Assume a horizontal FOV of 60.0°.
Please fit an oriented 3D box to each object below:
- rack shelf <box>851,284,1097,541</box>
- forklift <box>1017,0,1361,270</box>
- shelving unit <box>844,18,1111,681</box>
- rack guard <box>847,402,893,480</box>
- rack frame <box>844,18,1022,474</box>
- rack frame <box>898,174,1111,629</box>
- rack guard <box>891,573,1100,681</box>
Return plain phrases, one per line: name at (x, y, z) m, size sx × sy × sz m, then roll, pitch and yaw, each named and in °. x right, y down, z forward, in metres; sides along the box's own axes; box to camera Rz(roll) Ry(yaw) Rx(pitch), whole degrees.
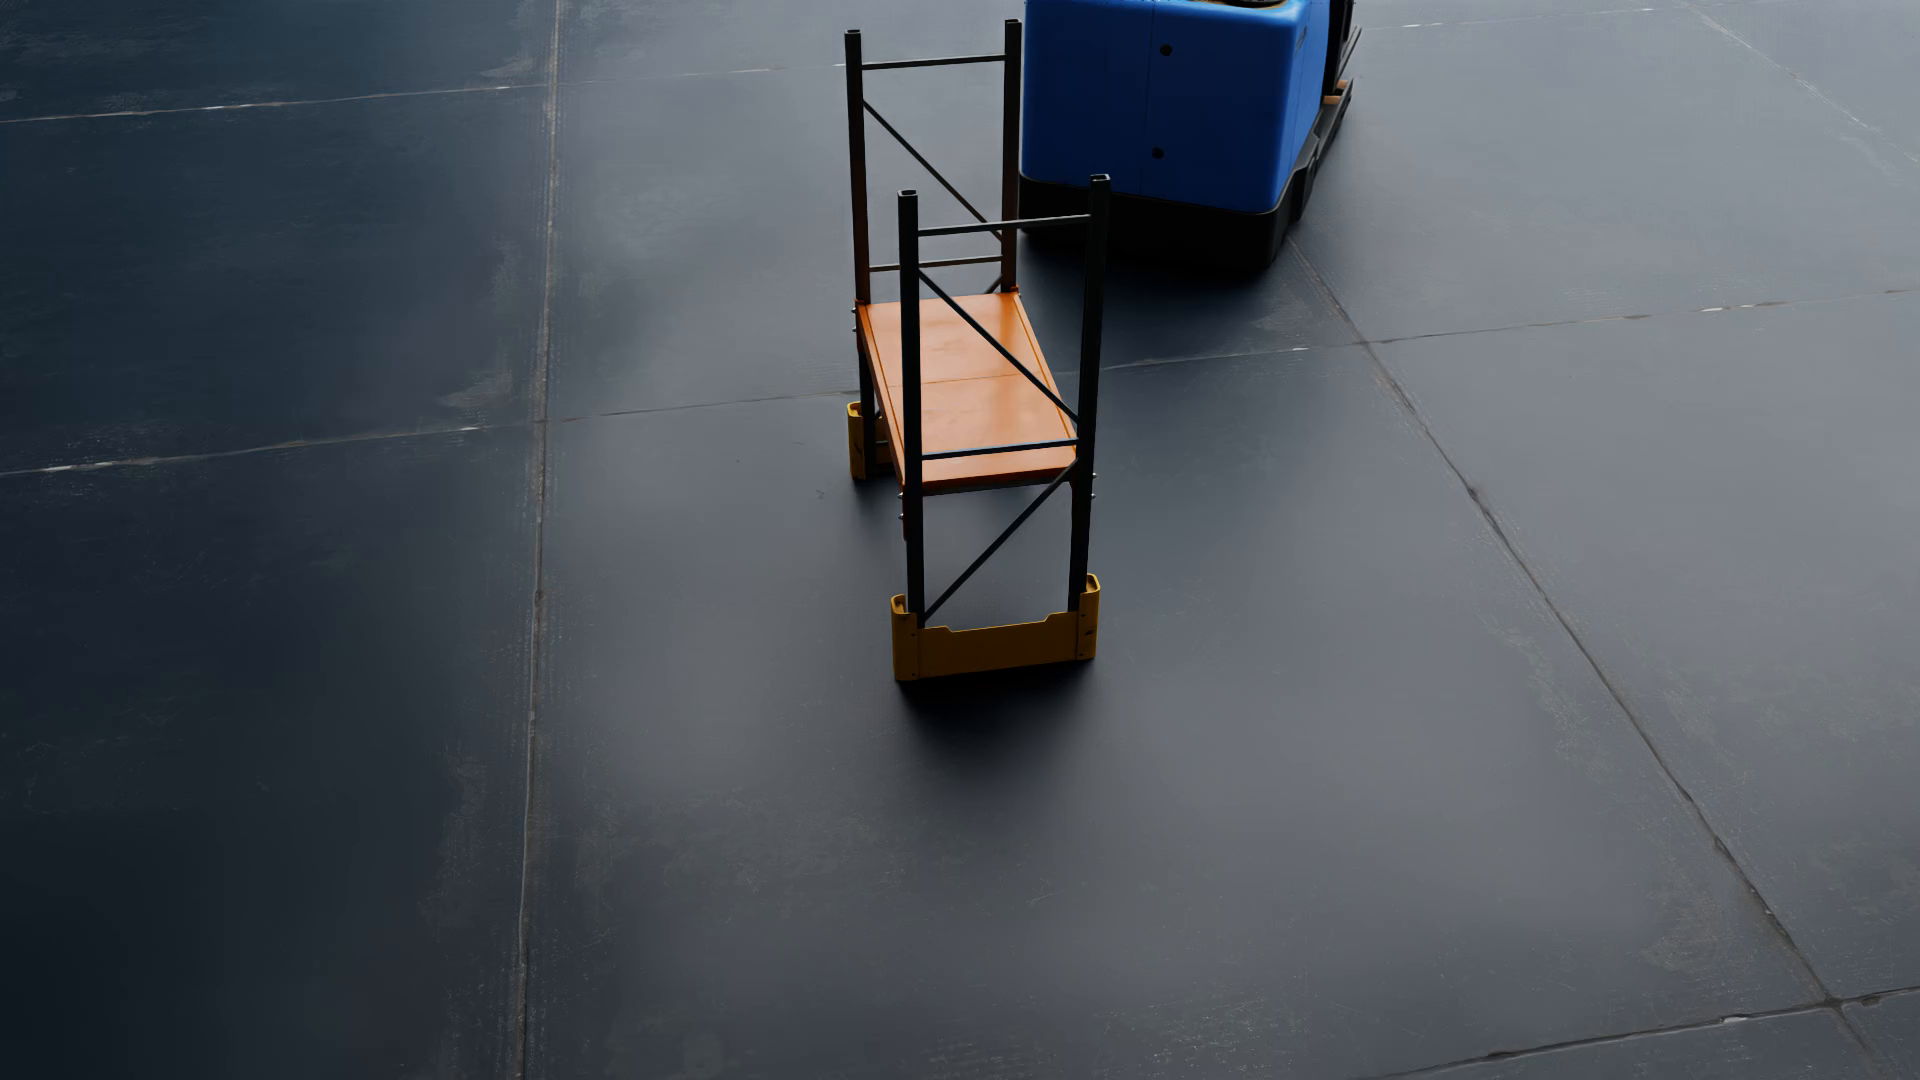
rack shelf at (0.015, -0.399, 4.834) m, size 0.538 × 0.185 × 1.000 m, roll -6°, pitch 38°, yaw -8°
forklift at (1.205, -3.117, 6.873) m, size 1.130 × 2.935 × 3.031 m, roll 12°, pitch 40°, yaw 15°
shelving unit at (0.013, -0.546, 4.731) m, size 0.587 × 1.500 × 1.083 m, roll -6°, pitch 38°, yaw -8°
rack guard at (-0.074, -0.353, 5.501) m, size 0.587 × 0.250 × 0.087 m, roll -6°, pitch 38°, yaw -8°
rack frame at (-0.074, -0.848, 5.119) m, size 0.500 × 1.500 × 0.032 m, roll -6°, pitch 38°, yaw -8°
rack frame at (0.104, -0.234, 4.328) m, size 0.500 × 1.500 × 0.032 m, roll -6°, pitch 38°, yaw -8°
rack guard at (0.101, 0.248, 4.727) m, size 0.587 × 0.250 × 0.087 m, roll -6°, pitch 38°, yaw -8°
